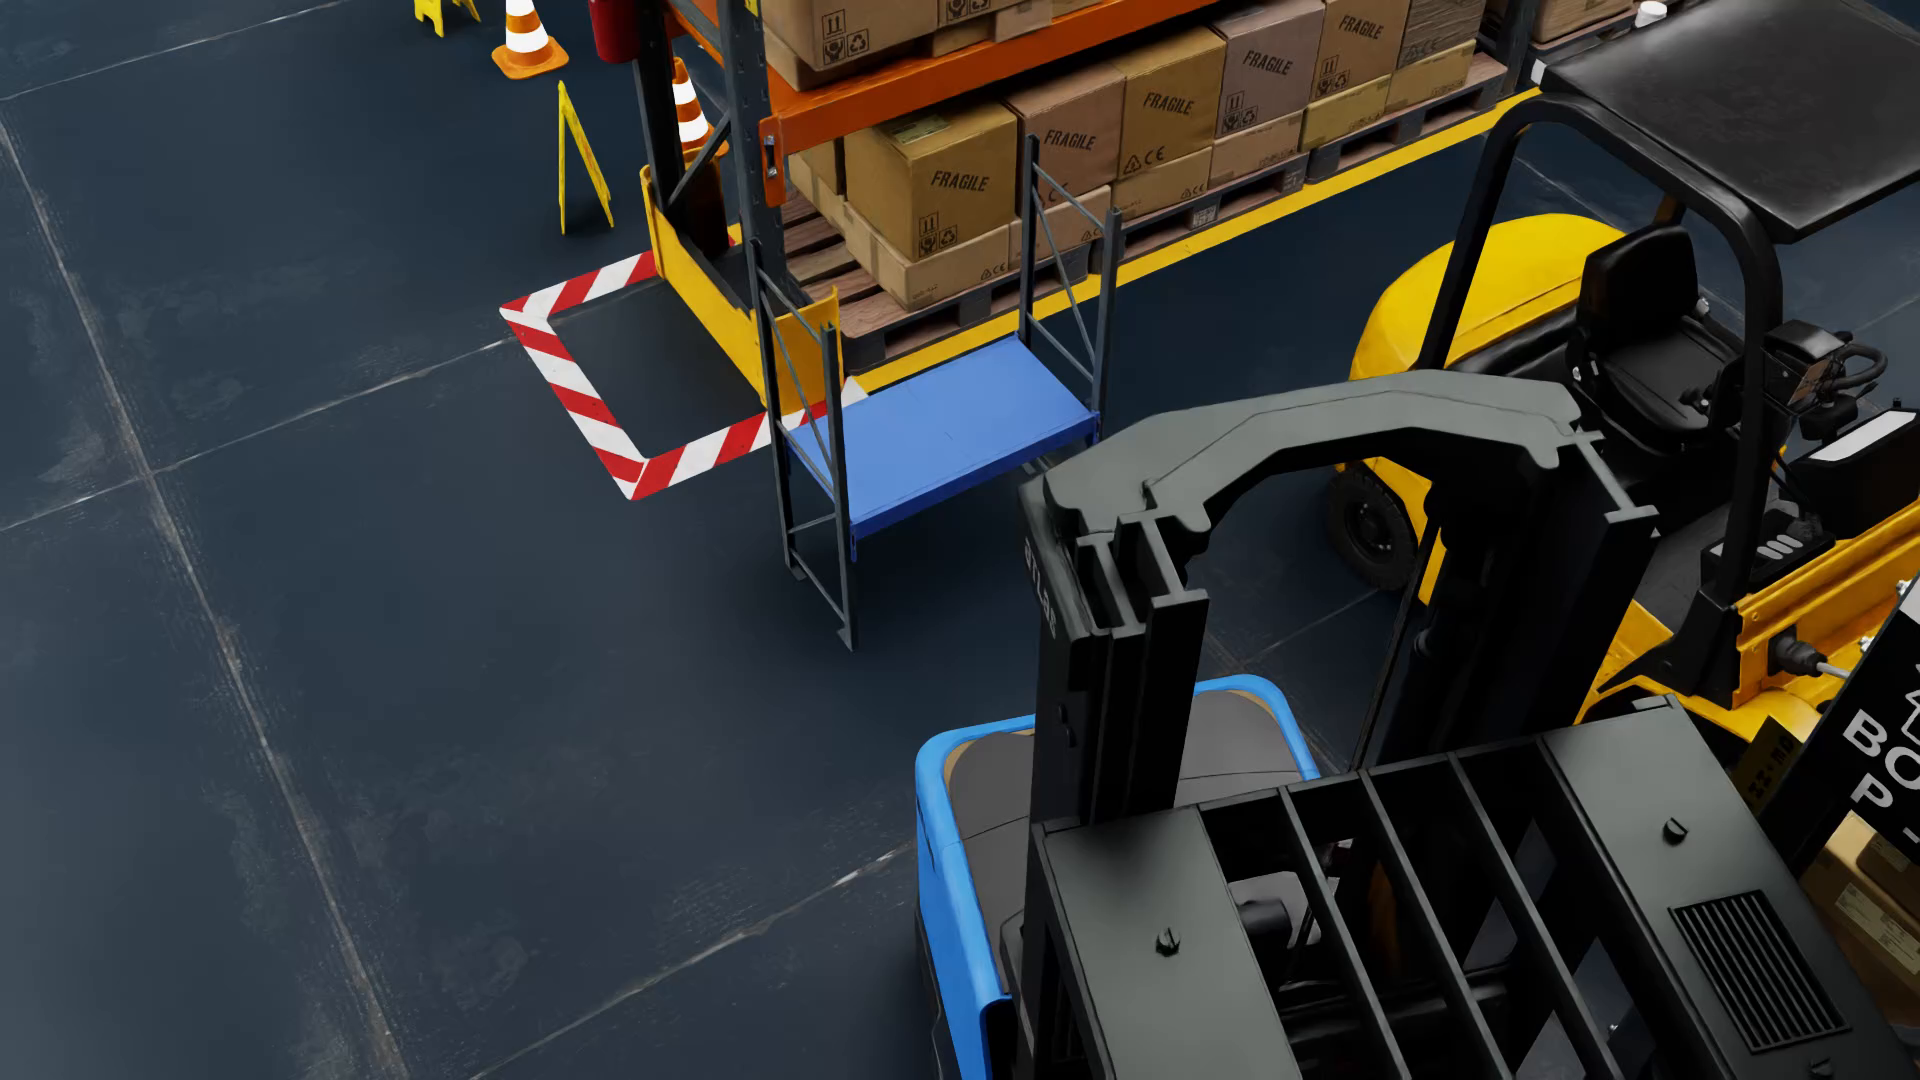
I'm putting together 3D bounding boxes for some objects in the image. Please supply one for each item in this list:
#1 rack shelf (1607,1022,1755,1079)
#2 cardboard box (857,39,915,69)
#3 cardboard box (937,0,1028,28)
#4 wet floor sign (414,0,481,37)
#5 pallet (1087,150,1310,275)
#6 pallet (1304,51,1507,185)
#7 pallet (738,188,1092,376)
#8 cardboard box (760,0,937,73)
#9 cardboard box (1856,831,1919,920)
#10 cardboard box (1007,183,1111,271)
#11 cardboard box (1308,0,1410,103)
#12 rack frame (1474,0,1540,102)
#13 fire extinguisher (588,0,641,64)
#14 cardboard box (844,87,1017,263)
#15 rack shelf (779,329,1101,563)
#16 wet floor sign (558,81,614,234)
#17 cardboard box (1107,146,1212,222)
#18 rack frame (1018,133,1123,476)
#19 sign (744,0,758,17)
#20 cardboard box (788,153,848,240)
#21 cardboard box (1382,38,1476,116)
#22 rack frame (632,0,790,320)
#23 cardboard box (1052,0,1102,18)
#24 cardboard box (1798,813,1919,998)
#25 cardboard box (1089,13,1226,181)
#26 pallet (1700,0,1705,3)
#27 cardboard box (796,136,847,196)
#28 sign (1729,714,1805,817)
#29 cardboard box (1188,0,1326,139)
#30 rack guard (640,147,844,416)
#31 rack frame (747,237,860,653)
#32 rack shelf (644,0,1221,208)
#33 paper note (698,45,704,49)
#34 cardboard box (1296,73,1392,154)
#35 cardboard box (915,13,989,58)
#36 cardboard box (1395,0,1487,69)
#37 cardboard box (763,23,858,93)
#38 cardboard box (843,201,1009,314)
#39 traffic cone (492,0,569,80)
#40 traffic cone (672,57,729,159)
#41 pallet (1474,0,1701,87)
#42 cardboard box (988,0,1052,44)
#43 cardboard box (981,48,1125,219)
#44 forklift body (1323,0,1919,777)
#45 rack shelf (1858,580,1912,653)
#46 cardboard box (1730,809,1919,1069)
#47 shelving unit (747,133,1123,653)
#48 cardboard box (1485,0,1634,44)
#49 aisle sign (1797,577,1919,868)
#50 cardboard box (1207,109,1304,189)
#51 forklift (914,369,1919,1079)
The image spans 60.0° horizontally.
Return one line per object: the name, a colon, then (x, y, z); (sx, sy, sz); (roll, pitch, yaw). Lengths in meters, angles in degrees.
rack shelf: (3.372, 0.689, 4.109); (4.000, 0.370, 1.077); (-25, 53, -21)
cardboard box: (-0.367, -1.917, 6.117); (0.250, 0.149, 0.380); (-24, 53, -20)
cardboard box: (0.014, -2.241, 5.971); (0.500, 0.500, 0.500); (-24, 52, -20)
wet floor sign: (-2.666, -2.928, 8.425); (0.232, 0.644, 0.267); (-34, 57, -27)
pallet: (0.830, -1.774, 7.689); (1.213, 0.211, 1.003); (-25, 53, -21)
pallet: (1.863, -2.263, 8.124); (1.213, 0.211, 1.003); (-25, 53, -21)
pallet: (-0.201, -1.291, 7.258); (1.213, 0.211, 1.003); (-25, 53, -21)
cardboard box: (-0.422, -2.032, 5.785); (0.500, 0.500, 0.500); (-26, 53, -21)
cardboard box: (1.871, 0.623, 2.986); (0.250, 0.149, 0.380); (-25, 53, -21)
cardboard box: (0.295, -1.457, 7.099); (0.500, 0.250, 0.500); (-23, 52, -20)
cardboard box: (1.626, -2.346, 7.389); (0.500, 0.500, 0.500); (-24, 53, -20)
rack frame: (2.412, -3.481, 7.341); (0.127, 3.000, 1.000); (-25, 53, -21)
fire extinguisher: (-1.314, -2.106, 6.169); (0.183, 0.674, 0.296); (-25, 53, -21)
cardboard box: (-0.121, -1.518, 6.651); (0.500, 0.500, 0.500); (-27, 54, -22)
rack shelf: (-0.072, -0.345, 5.794); (1.000, 0.185, 0.538); (-25, 53, -21)
wet floor sign: (-1.703, -1.704, 7.335); (0.232, 0.644, 0.267); (-9, 49, -8)
cardboard box: (0.749, -1.683, 7.300); (0.500, 0.250, 0.500); (-22, 52, -18)
rack frame: (0.358, -0.667, 5.840); (0.032, 1.500, 0.500); (-25, 53, -21)
sign: (-0.681, -1.832, 5.293); (0.005, 0.325, 0.100); (-25, 53, -21)
cardboard box: (-0.411, -1.614, 7.238); (0.500, 0.250, 0.500); (-25, 53, -21)
cardboard box: (2.055, -2.300, 7.850); (0.500, 0.250, 0.500); (-23, 52, -19)
rack frame: (-0.971, -1.887, 5.922); (0.127, 3.000, 1.000); (-25, 53, -21)
cardboard box: (0.340, -2.168, 6.341); (0.250, 0.149, 0.380); (-24, 53, -20)
cardboard box: (1.824, 0.683, 3.132); (0.250, 0.149, 0.380); (-24, 53, -20)
cardboard box: (0.747, -1.924, 7.012); (0.500, 0.500, 0.500); (-24, 53, -20)
pallet: (4.103, -3.354, 9.095); (1.213, 0.211, 1.003); (-25, 53, -21)
cardboard box: (-0.432, -1.845, 6.943); (0.500, 0.500, 0.500); (-25, 53, -21)
sign: (1.403, 0.435, 2.920); (0.005, 0.325, 0.100); (-25, 53, -21)
cardboard box: (1.195, -2.142, 7.207); (0.500, 0.500, 0.500); (-23, 52, -19)
rack guard: (-0.907, -1.086, 6.882); (0.348, 0.500, 1.175); (-25, 53, -21)
rack frame: (-0.502, -0.262, 5.479); (0.032, 1.500, 0.500); (-25, 53, -21)
rack shelf: (0.721, -2.444, 6.900); (4.000, 0.370, 1.077); (-25, 53, -21)
paper note: (-1.234, -2.533, 8.485); (0.148, 0.019, 0.142); (30, 55, 24)
cardboard box: (1.610, -2.082, 7.656); (0.500, 0.250, 0.500); (-27, 53, -22)
cardboard box: (-0.100, -1.972, 6.166); (0.250, 0.149, 0.380); (-27, 54, -22)
cardboard box: (2.055, -2.550, 7.570); (0.500, 0.500, 0.500); (-26, 53, -21)
cardboard box: (-0.573, -1.808, 6.020); (0.250, 0.149, 0.380); (-25, 53, -21)
cardboard box: (-0.141, -1.259, 6.922); (0.500, 0.250, 0.500); (-26, 53, -21)
traffic cone: (-2.175, -2.595, 8.251); (0.334, 0.463, 0.336); (-25, 53, -21)
traffic cone: (-1.296, -2.029, 7.747); (0.334, 0.463, 0.336); (-25, 53, -21)
pallet: (3.070, -2.864, 8.660); (1.213, 0.211, 1.003); (-25, 53, -21)
cardboard box: (0.140, -2.044, 6.230); (0.250, 0.149, 0.380); (-24, 53, -20)
cardboard box: (0.319, -1.729, 6.839); (0.500, 0.500, 0.500); (-27, 54, -22)
forklift body: (2.311, -0.379, 5.147); (1.214, 2.155, 2.313); (-25, 53, -21)
rack shelf: (3.372, -0.308, 2.989); (4.000, 0.370, 1.077); (-25, 53, -21)
cardboard box: (1.957, 0.852, 3.416); (0.500, 0.500, 0.500); (-26, 53, -22)
shelving unit: (-0.072, -0.465, 5.660); (1.048, 1.500, 0.538); (-25, 53, -21)
cardboard box: (2.854, -2.957, 8.353); (0.625, 0.372, 0.950); (-25, 53, -20)
aisle sign: (1.468, 0.223, 2.302); (0.004, 0.787, 0.394); (-25, 53, -21)
cardboard box: (1.178, -1.882, 7.478); (0.500, 0.250, 0.500); (-24, 53, -20)
forklift: (0.704, 1.245, 3.179); (1.130, 2.935, 3.031); (-10, 49, -9)
